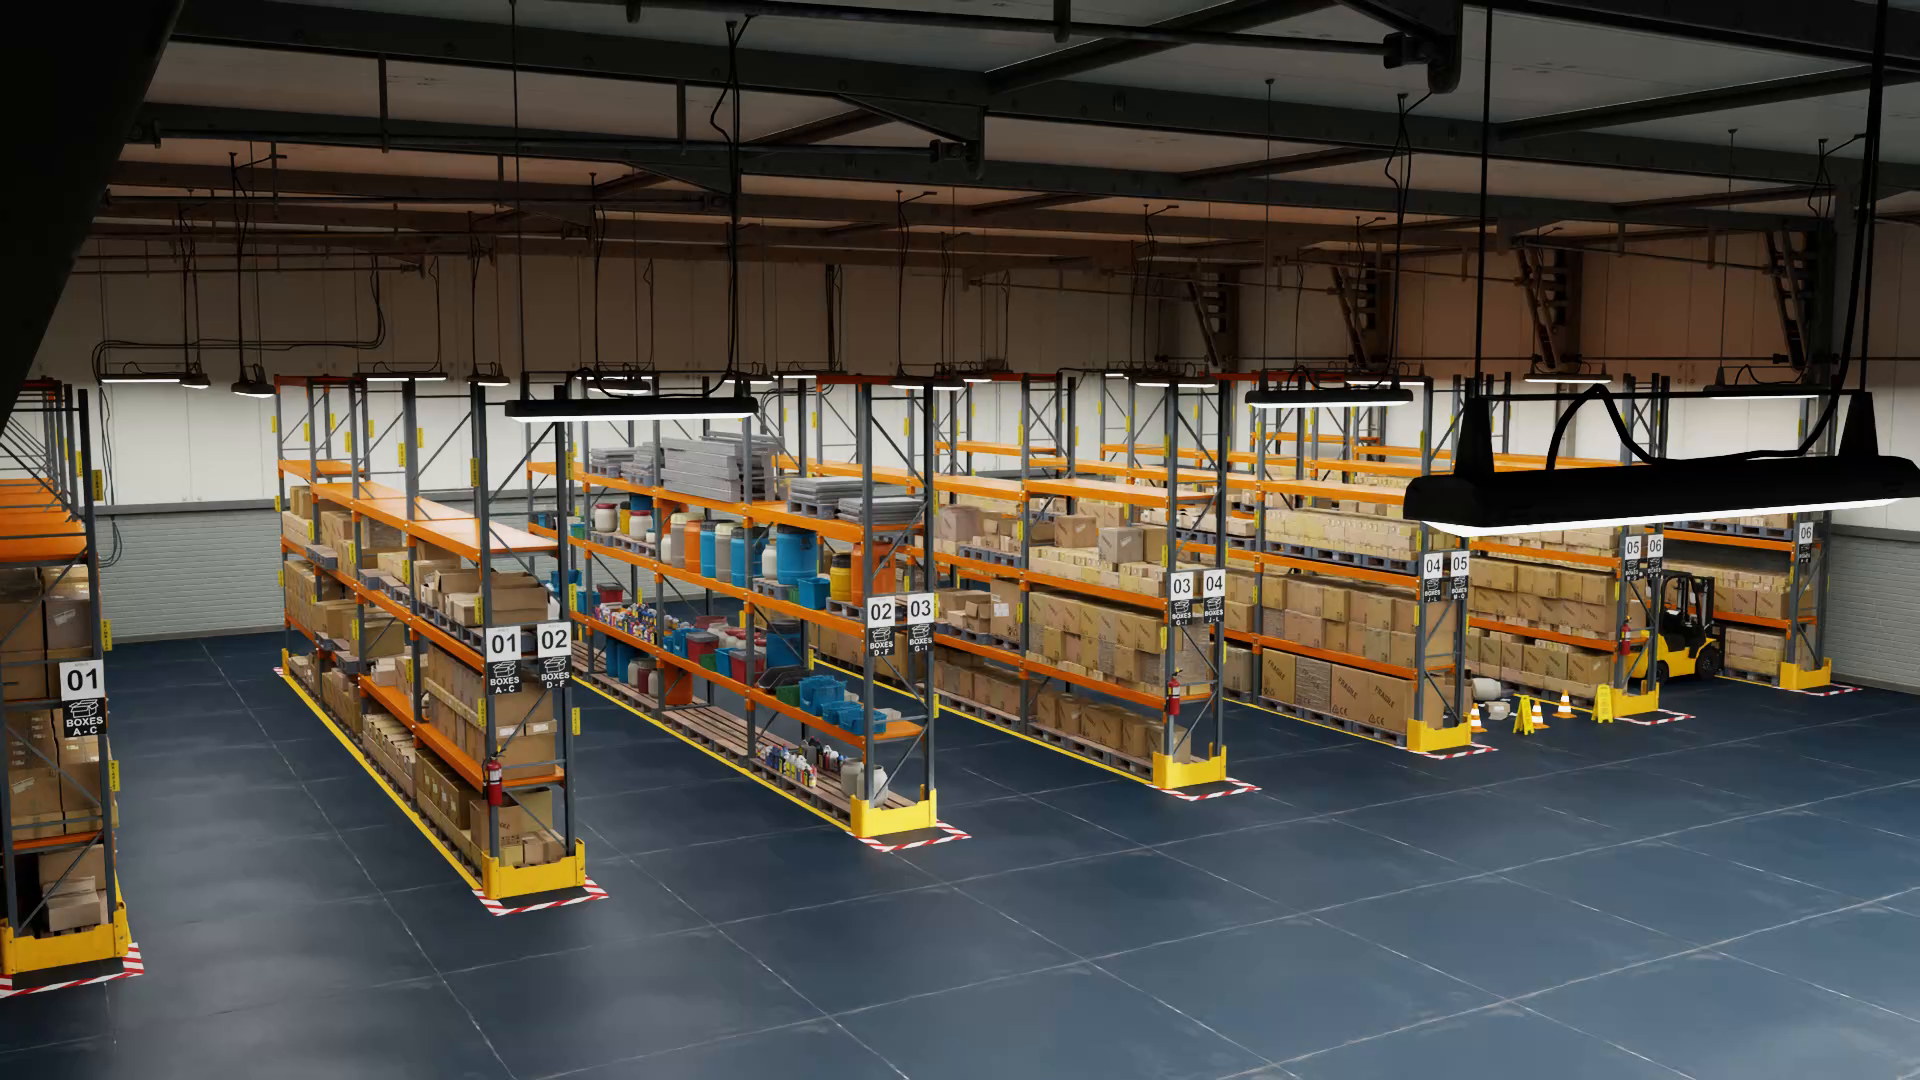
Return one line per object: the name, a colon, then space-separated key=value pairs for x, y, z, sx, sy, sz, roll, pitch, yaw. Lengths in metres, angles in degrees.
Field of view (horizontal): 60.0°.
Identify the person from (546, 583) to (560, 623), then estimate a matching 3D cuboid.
person: x=-8.280 y=1.763 z=33.662 sx=0.608 sy=1.767 sz=0.460 roll=-5 pitch=8 yaw=-39
